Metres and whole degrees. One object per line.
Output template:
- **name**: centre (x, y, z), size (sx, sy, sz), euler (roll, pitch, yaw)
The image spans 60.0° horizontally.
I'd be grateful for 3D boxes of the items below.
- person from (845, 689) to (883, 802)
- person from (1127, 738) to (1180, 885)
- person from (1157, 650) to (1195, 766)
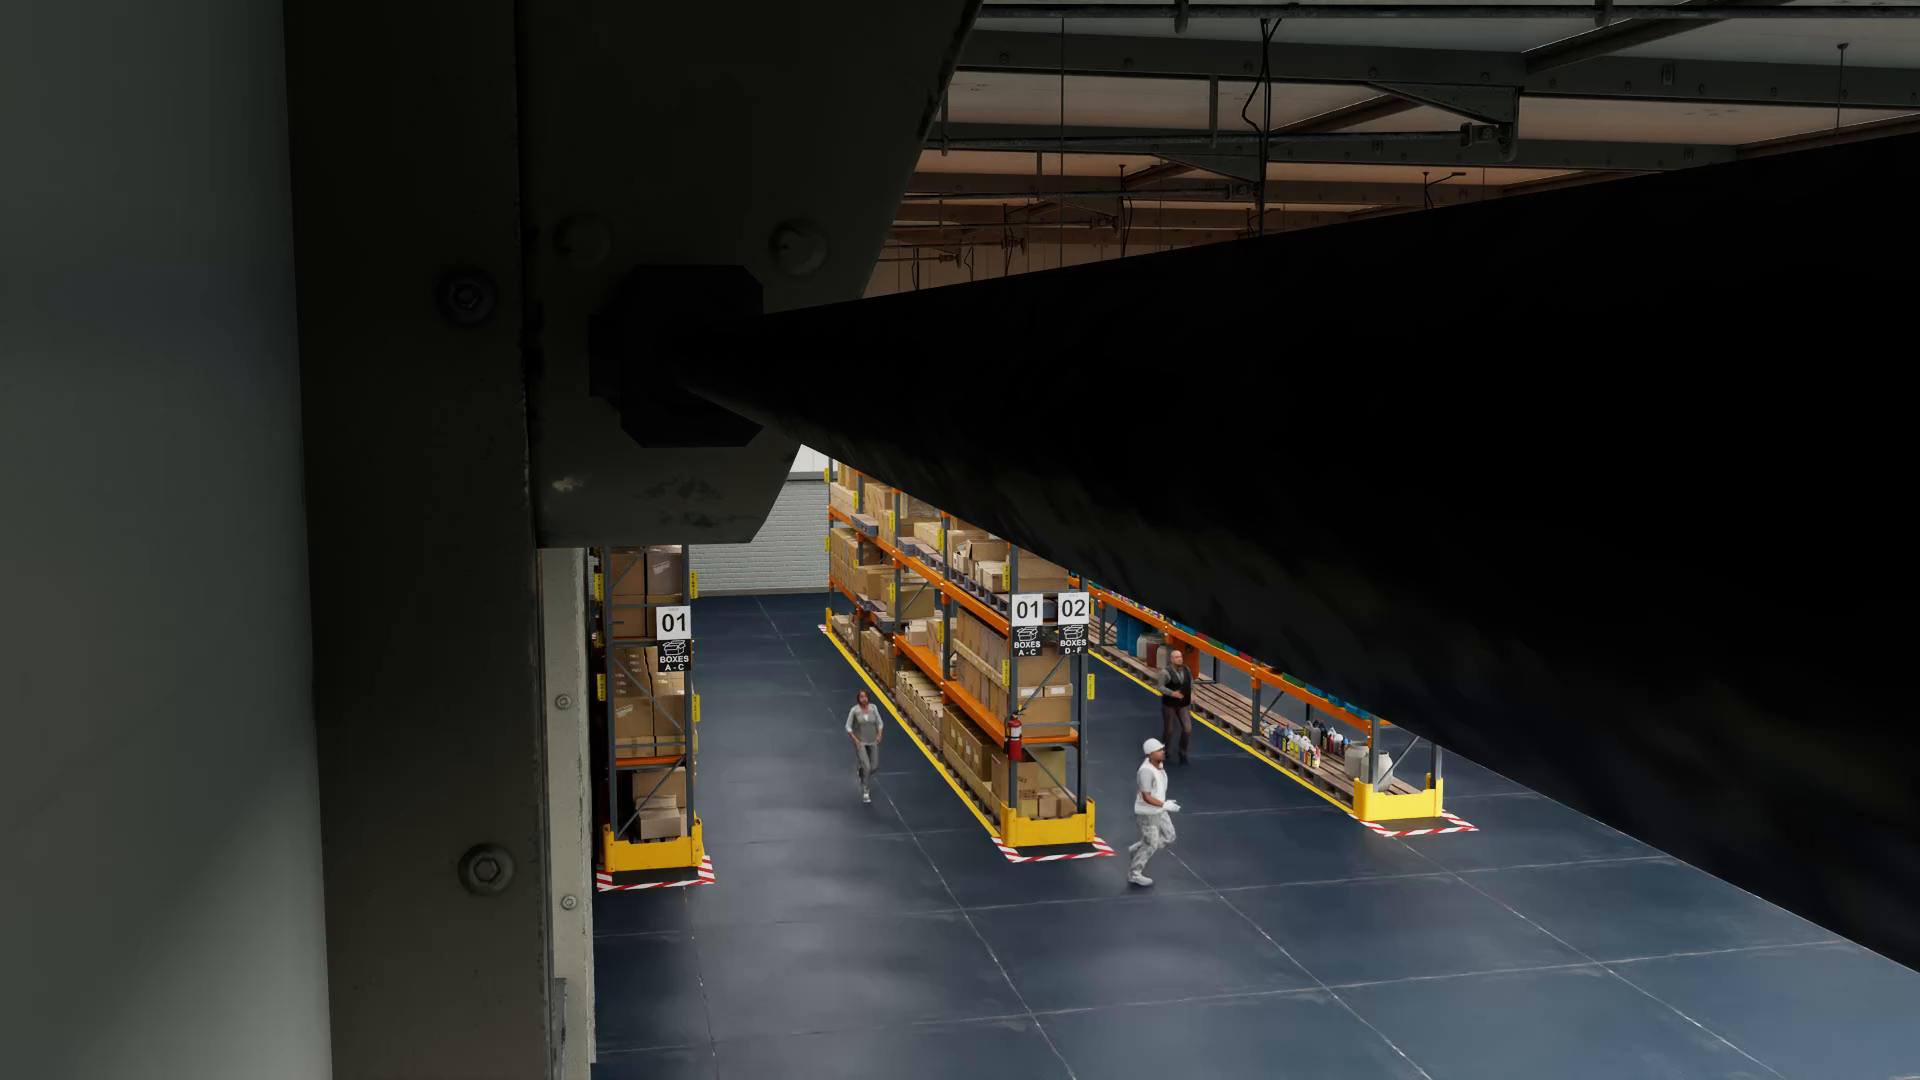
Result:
- **person**: centre (-1.331, 2.828, 23.094), size (0.536, 1.568, 0.506), euler (-2, 7, -18)
- **person**: centre (2.283, 3.165, 19.453), size (0.652, 1.732, 0.713), euler (2, 7, 20)
- **person**: centre (3.263, 2.536, 24.978), size (0.671, 1.783, 0.733), euler (-2, 7, -16)
